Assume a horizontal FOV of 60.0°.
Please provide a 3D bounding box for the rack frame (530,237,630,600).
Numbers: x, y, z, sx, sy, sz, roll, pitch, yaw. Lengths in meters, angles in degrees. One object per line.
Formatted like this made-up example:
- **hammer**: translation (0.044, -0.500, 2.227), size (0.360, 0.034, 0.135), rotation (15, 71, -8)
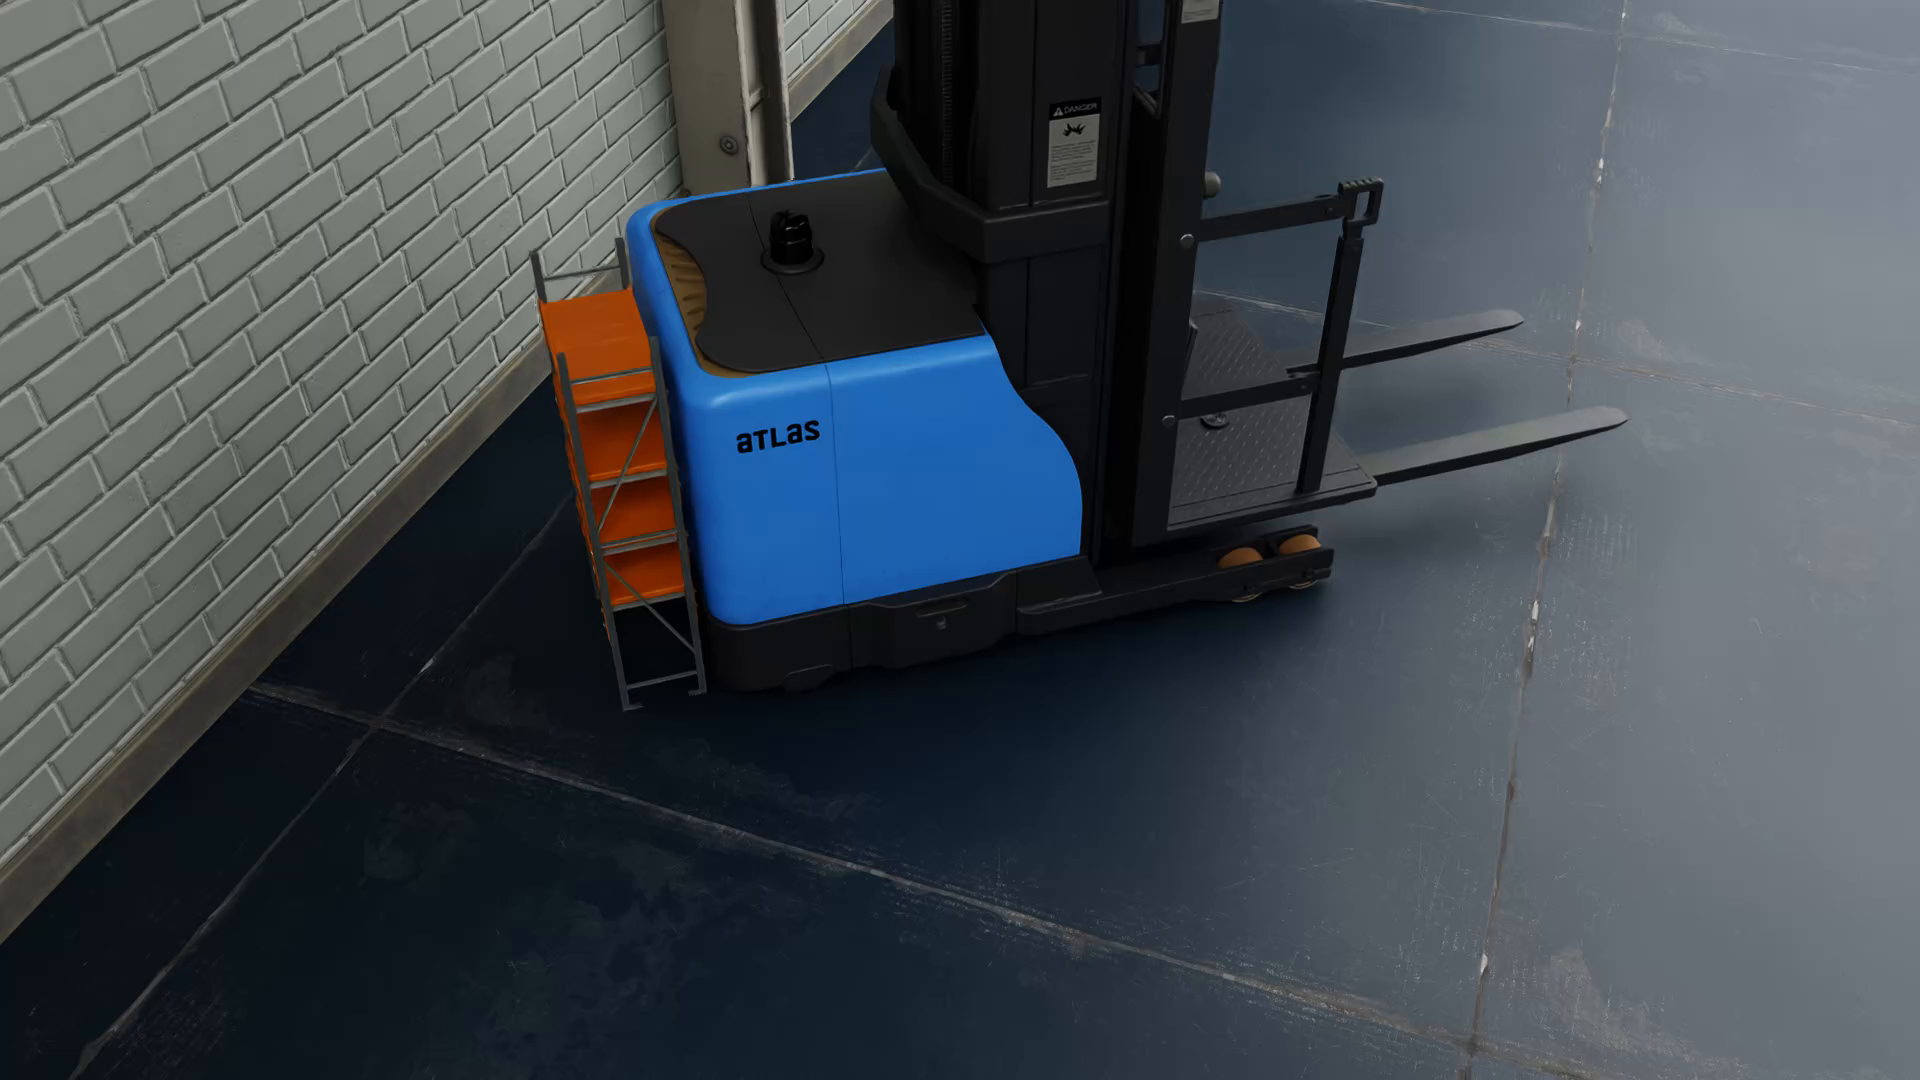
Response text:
- **rack frame**: translation (-0.989, -0.303, 4.681), size (0.240, 1.200, 0.015), rotation (-12, 42, -14)

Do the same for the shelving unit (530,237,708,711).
- **shelving unit**: translation (-0.912, -0.153, 4.504), size (0.258, 1.200, 0.503), rotation (-12, 42, -14)

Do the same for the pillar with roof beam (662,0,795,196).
- **pillar with roof beam**: translation (3.145, -3.851, 2.830), size (9.100, 9.000, 0.400), rotation (13, 42, 15)

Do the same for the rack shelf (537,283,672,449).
- **rack shelf**: translation (-0.912, -0.452, 4.249), size (0.258, 0.148, 0.480), rotation (-12, 42, -14)

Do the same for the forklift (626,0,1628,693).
- **forklift**: translation (0.616, -1.243, 4.449), size (3.031, 2.935, 1.130), rotation (-12, 42, -13)

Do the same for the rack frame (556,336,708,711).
- **rack frame**: translation (-0.836, -0.002, 4.328), size (0.240, 1.200, 0.015), rotation (-12, 42, -14)

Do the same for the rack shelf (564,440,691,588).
- **rack shelf**: translation (-0.912, -0.101, 4.548), size (0.258, 0.148, 0.480), rotation (-12, 42, -14)

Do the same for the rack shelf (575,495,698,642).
- **rack shelf**: translation (-0.912, 0.050, 4.677), size (0.258, 0.148, 0.480), rotation (-12, 42, -14)

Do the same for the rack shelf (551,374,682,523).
- **rack shelf**: translation (-0.912, -0.272, 4.403), size (0.258, 0.148, 0.480), rotation (-12, 42, -14)
